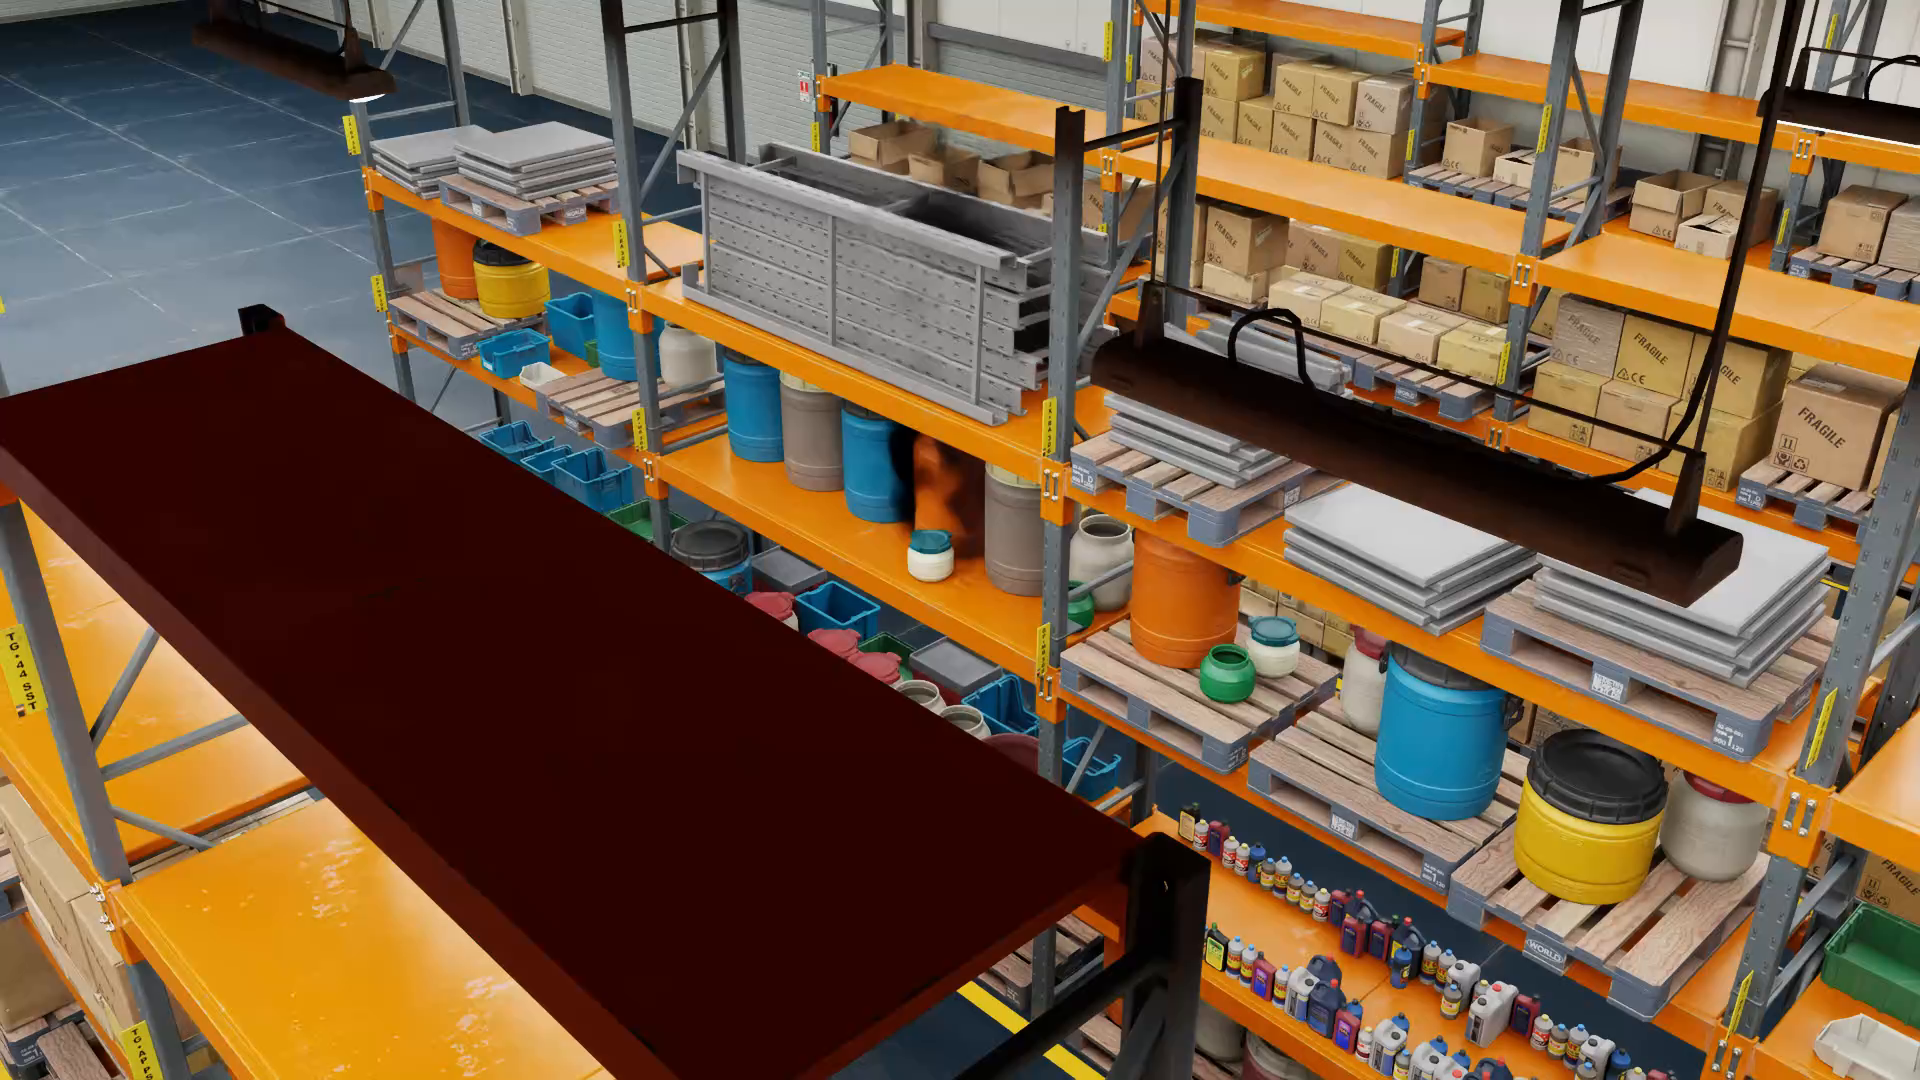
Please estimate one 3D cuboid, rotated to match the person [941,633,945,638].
[{"bbox_3d":[0.050,0.526,13.534,0.563,1.718,0.572,-25,37,-38],"label":"person"}]
